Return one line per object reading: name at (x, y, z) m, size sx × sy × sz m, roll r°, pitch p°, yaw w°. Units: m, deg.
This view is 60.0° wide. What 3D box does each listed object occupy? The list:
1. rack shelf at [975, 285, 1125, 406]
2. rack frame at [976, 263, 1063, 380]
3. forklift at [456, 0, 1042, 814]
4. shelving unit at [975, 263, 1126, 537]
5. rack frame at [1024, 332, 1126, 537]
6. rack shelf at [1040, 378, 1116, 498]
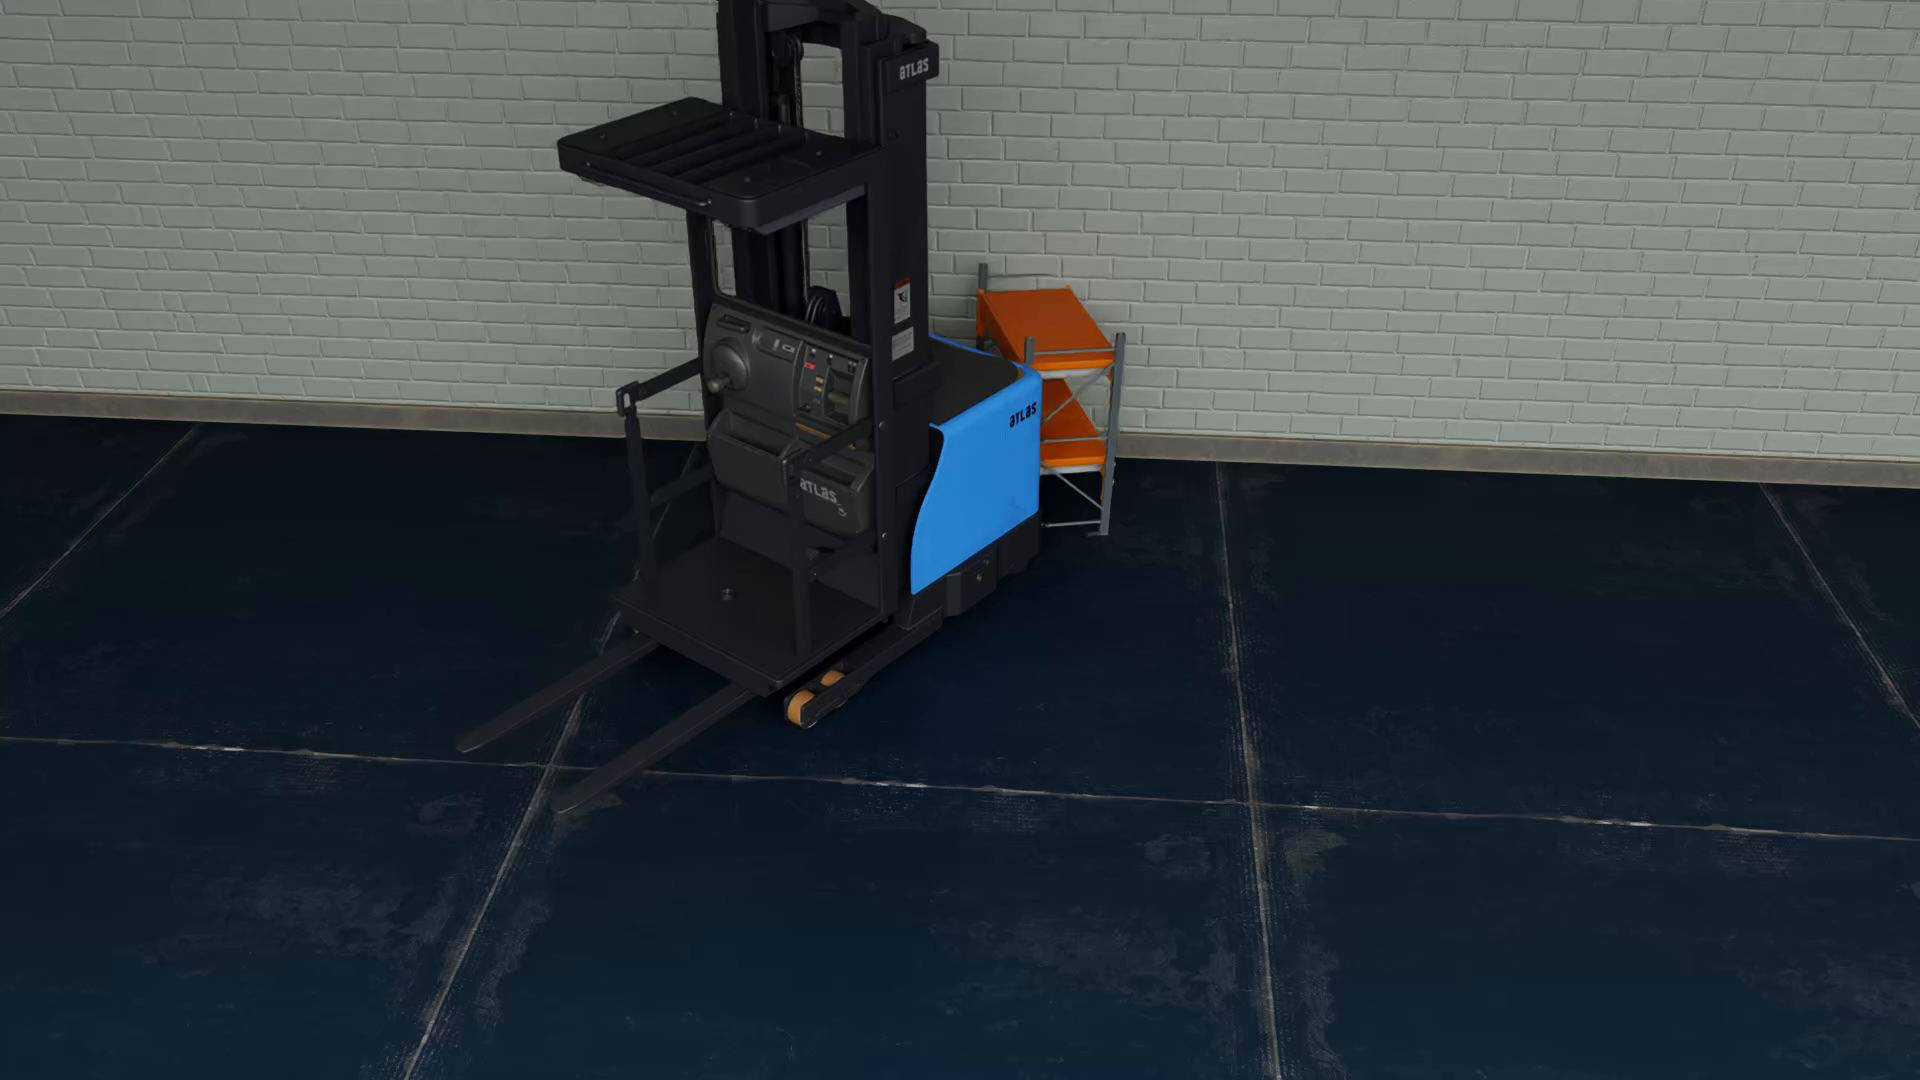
rack shelf at (0.447, -1.007, 8.633) m, size 0.538 × 0.278 × 1.000 m, roll -4°, pitch 31°, yaw -11°
rack frame at (0.331, -1.004, 9.208) m, size 0.500 × 1.125 × 0.032 m, roll -4°, pitch 31°, yaw -11°
forklift at (-0.898, -0.707, 7.104) m, size 1.130 × 2.935 × 3.031 m, roll 23°, pitch 38°, yaw 32°
shelving unit at (0.437, -0.753, 8.779) m, size 0.538 × 1.125 × 1.048 m, roll -4°, pitch 31°, yaw -11°
rack frame at (0.543, -0.502, 8.350) m, size 0.500 × 1.125 × 0.032 m, roll -4°, pitch 31°, yaw -11°
rack shelf at (0.429, -0.541, 8.901) m, size 0.538 × 0.278 × 1.000 m, roll -4°, pitch 31°, yaw -11°
